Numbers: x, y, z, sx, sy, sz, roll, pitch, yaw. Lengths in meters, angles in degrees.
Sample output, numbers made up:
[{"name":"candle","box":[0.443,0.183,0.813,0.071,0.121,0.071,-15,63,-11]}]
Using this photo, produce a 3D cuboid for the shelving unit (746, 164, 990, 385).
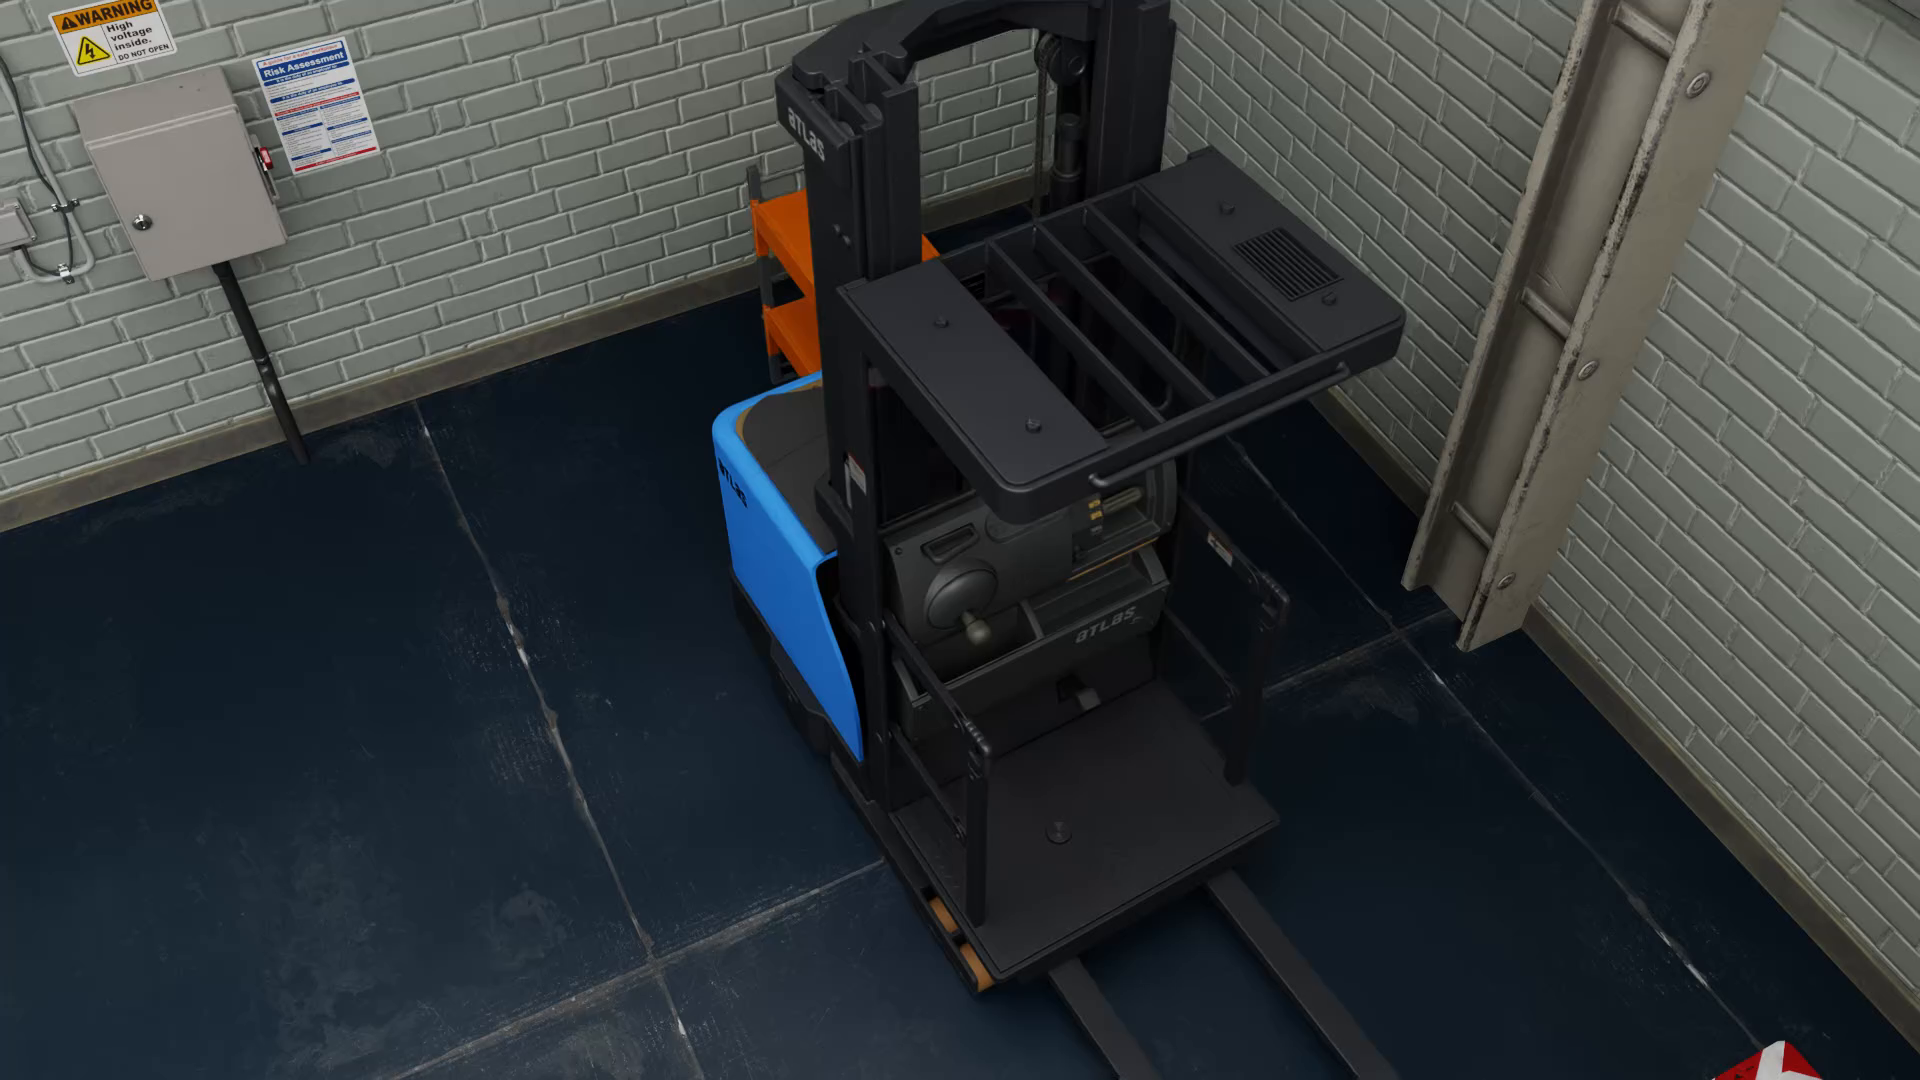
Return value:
[{"name":"shelving unit","box":[-0.357,-0.808,6.602,0.538,1.125,1.048,-22,52,-18]}]

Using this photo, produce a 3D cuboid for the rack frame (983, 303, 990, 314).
[{"name":"rack frame","box":[-0.117,-0.471,6.307,0.500,1.125,0.032,-22,52,-18]}]

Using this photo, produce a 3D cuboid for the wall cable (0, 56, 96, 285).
[{"name":"wall cable","box":[-3.378,-1.516,5.300,0.588,1.984,0.122,-21,52,-18]}]

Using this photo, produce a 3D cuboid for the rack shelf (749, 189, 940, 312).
[{"name":"rack shelf","box":[-0.357,-1.000,6.381,0.538,0.278,1.000,-22,52,-18]}]

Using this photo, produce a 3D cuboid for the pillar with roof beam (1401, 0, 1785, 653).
[{"name":"pillar with roof beam","box":[-1.882,-1.238,1.747,9.100,9.000,0.400,-21,52,-18]}]

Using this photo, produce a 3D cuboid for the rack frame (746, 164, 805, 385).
[{"name":"rack frame","box":[-0.598,-1.145,6.896,0.500,1.125,0.032,-22,52,-18]}]

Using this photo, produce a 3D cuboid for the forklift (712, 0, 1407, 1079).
[{"name":"forklift","box":[0.334,0.081,4.624,1.130,2.935,3.031,-24,53,-20]}]

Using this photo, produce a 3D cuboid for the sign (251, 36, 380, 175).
[{"name":"sign","box":[-2.355,-1.588,6.102,0.329,0.494,0.001,-21,52,-18]}]

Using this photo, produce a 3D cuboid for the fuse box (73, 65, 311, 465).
[{"name":"fuse box","box":[-2.700,-0.887,6.281,0.539,1.711,0.414,-21,52,-18]}]

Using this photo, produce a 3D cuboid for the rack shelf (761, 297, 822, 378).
[{"name":"rack shelf","box":[-0.357,-0.647,6.786,0.538,0.278,1.000,-22,52,-18]}]

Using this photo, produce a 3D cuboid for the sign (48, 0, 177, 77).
[{"name":"sign","box":[-2.844,-1.702,5.590,0.339,0.242,0.001,-21,52,-18]}]
